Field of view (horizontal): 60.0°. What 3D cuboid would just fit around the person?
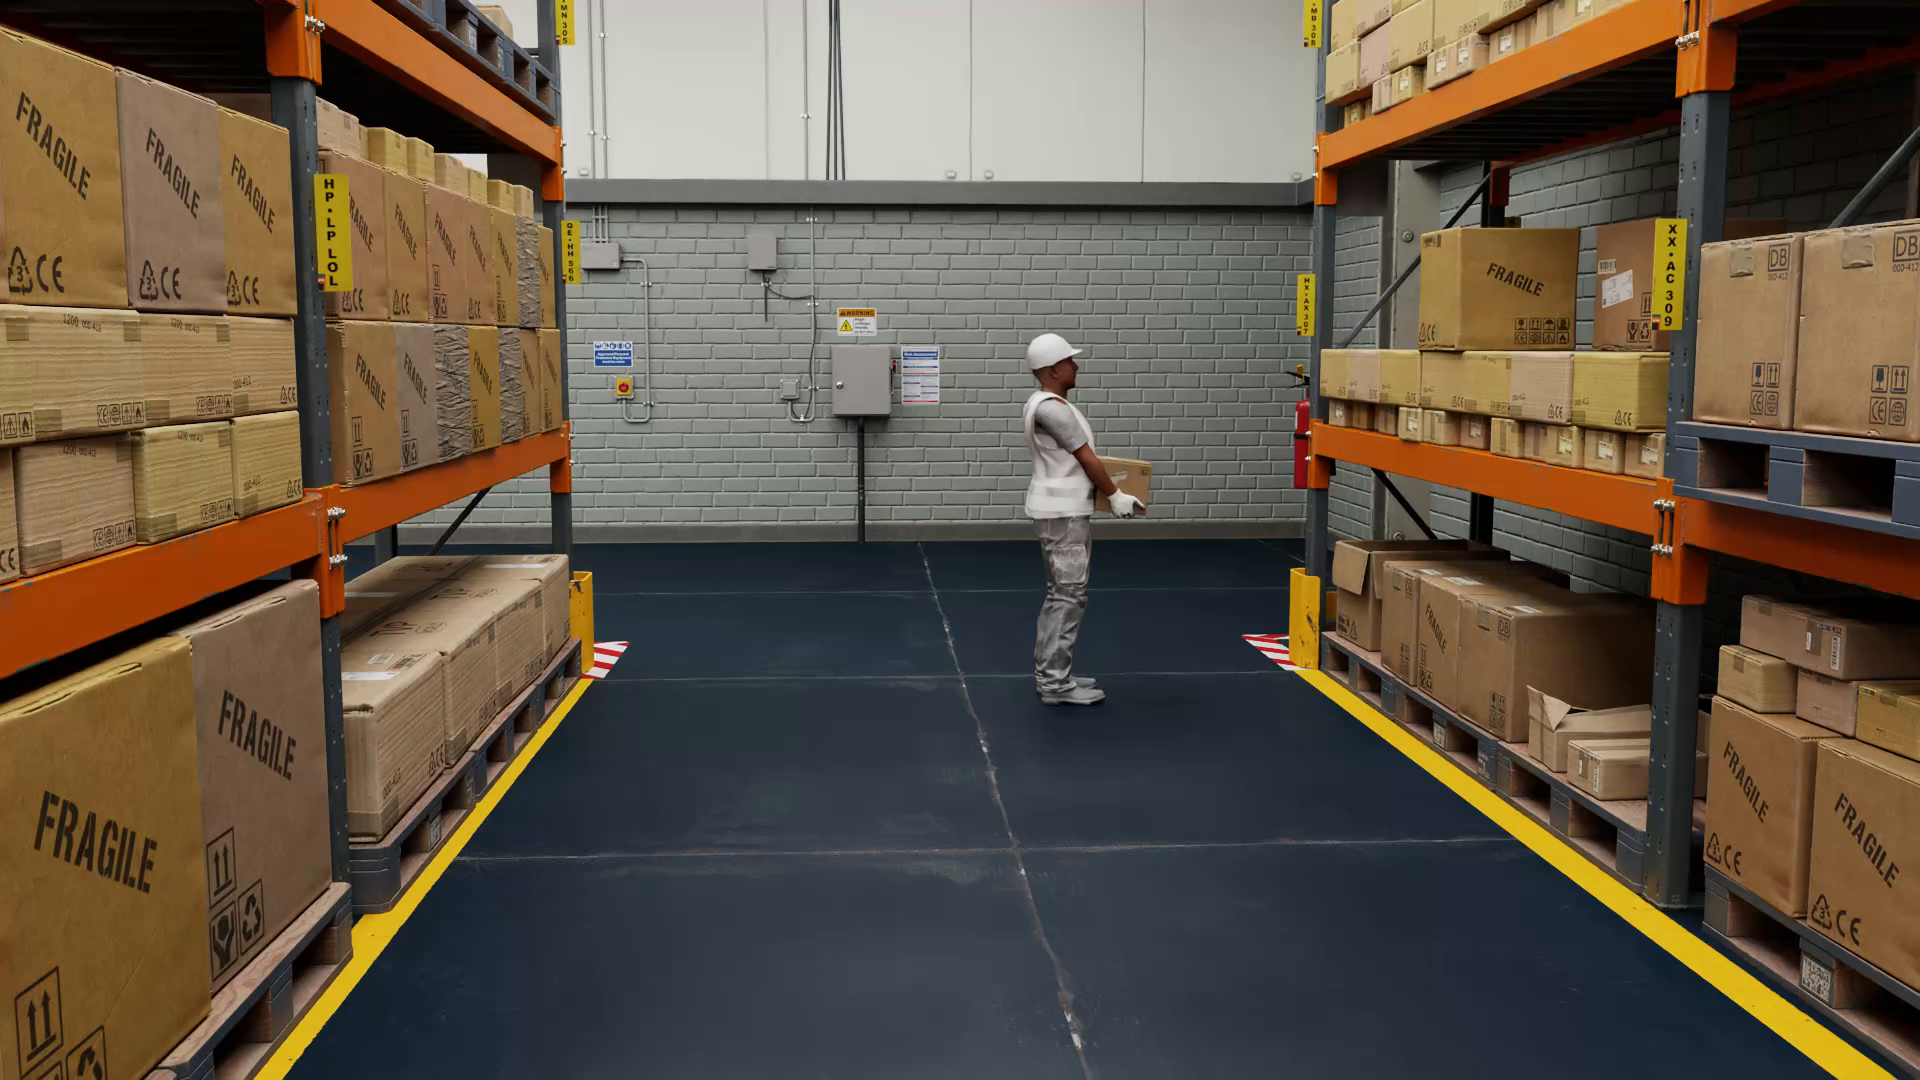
[{"bbox_3d":[0.591,-0.108,8.093,0.575,1.778,0.487,0,7,-3],"label":"person"}]
